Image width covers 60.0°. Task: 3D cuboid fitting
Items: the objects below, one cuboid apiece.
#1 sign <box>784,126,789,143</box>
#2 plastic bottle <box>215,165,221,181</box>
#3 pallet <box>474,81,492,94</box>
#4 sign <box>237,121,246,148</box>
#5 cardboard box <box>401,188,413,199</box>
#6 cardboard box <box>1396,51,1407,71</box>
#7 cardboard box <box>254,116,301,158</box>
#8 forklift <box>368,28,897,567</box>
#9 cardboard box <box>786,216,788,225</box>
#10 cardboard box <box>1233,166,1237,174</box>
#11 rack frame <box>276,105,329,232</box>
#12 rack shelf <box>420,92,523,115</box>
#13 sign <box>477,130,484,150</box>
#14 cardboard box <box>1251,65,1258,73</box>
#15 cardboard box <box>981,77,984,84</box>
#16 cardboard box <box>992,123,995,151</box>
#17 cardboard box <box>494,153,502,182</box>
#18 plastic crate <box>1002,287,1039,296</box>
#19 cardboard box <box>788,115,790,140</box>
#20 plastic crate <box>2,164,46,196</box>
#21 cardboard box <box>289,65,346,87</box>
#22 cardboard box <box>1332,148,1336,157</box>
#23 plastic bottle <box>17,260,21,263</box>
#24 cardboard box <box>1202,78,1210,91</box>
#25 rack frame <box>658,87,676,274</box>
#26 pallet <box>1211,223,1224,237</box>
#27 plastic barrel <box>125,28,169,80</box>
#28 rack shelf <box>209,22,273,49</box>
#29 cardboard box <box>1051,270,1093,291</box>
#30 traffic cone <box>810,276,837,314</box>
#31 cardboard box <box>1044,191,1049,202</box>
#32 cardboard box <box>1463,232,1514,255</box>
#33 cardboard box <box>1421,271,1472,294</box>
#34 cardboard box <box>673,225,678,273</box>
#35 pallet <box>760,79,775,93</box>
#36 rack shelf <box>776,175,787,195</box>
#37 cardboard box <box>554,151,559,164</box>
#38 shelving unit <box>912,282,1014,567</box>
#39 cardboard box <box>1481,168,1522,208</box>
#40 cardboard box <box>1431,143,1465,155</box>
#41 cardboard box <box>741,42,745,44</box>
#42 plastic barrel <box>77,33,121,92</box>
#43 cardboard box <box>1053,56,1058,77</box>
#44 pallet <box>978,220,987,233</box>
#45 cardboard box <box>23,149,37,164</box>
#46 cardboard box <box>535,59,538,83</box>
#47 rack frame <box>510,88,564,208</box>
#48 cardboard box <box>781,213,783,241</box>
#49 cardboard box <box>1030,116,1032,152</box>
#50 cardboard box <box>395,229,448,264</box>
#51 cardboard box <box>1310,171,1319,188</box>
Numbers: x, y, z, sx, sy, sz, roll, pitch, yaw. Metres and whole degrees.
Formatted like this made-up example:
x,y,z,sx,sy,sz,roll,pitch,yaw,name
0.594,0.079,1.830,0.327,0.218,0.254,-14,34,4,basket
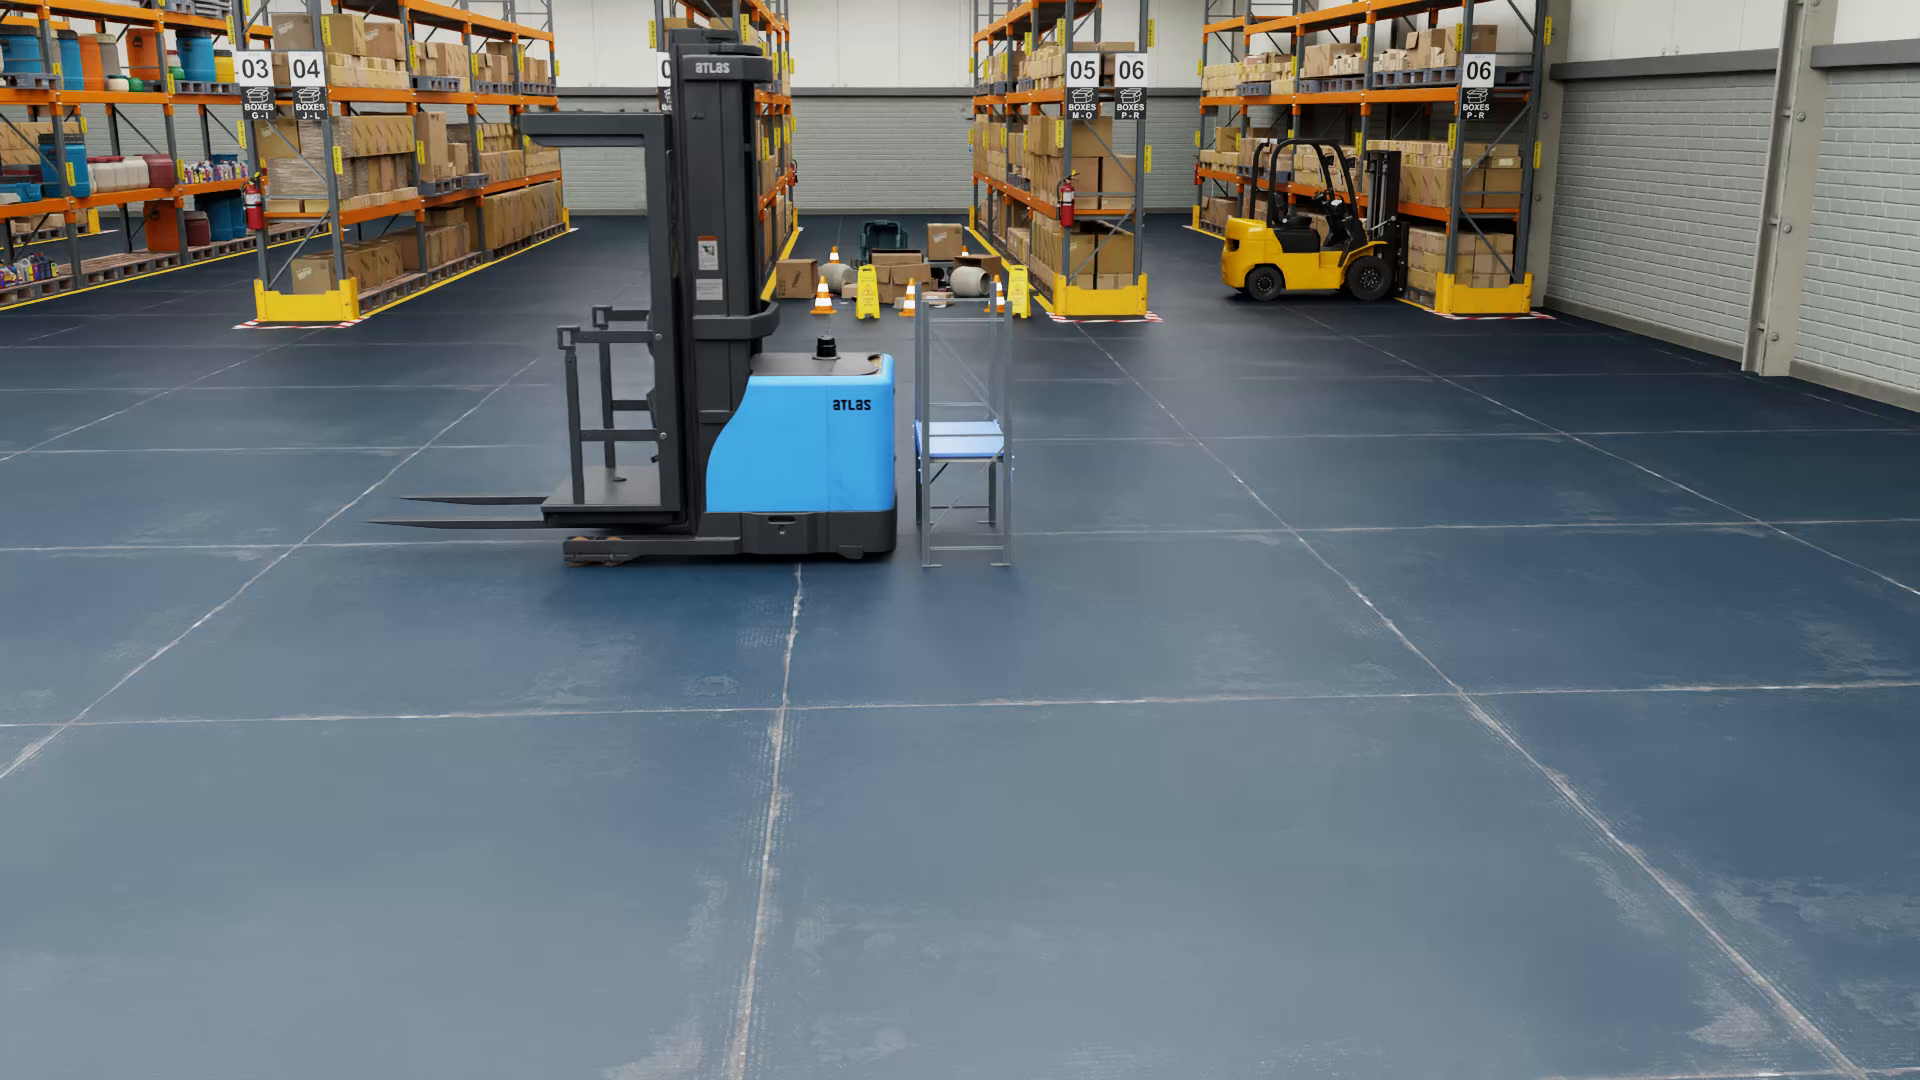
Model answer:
x,y,z,sx,sy,sz,roll,pitch,yaw,name
-3.331,-7.786,31.945,0.100,0.325,0.005,-1,14,-3,sign
-13.301,-6.574,29.793,0.061,0.283,0.133,-1,14,-3,plastic bottle
-8.686,-7.690,28.256,1.213,0.211,1.003,0,14,-1,pallet
-8.653,-4.891,20.056,0.100,0.325,0.005,-1,14,-3,sign
-8.033,-4.942,23.719,0.380,0.149,0.250,-1,14,-3,cardboard box
6.288,-6.671,23.142,0.396,0.266,0.258,-1,14,-5,cardboard box
-8.378,-4.990,20.596,0.500,0.500,0.500,-1,14,-3,cardboard box
-1.896,-1.402,9.594,3.031,2.935,1.130,0,14,-1,forklift
-3.587,-6.278,32.688,0.380,0.149,0.250,0,14,-1,cardboard box
5.694,-7.413,33.324,0.380,0.149,0.250,0,14,-2,cardboard box
-14.032,-8.083,35.422,1.000,3.000,0.127,-1,14,-3,rack frame
-8.717,-7.772,29.636,1.077,0.370,4.000,-1,14,-3,rack shelf
-8.052,-6.703,27.894,0.100,0.325,0.005,-1,14,-3,sign
5.688,-8.848,31.241,0.380,0.149,0.250,-1,14,-4,cardboard box
0.640,-9.621,34.841,0.380,0.149,0.250,0,14,-1,cardboard box
0.878,-7.486,30.893,0.500,0.500,0.500,-1,14,-5,cardboard box
-8.421,-6.599,29.454,0.500,0.500,0.500,-1,14,-4,cardboard box
0.825,-3.511,23.512,0.402,0.080,0.583,-6,16,-23,plastic crate
-3.783,-8.523,34.326,0.500,0.500,0.500,0,14,-1,cardboard box
-13.624,-5.245,24.265,0.402,0.464,0.583,-1,14,-3,plastic crate
-7.869,-5.684,20.380,0.500,0.250,0.500,0,14,-2,cardboard box
6.148,-6.167,26.473,0.380,0.149,0.250,-1,14,-3,cardboard box
-13.096,-3.781,23.284,0.152,0.276,0.135,-1,14,-3,plastic bottle
5.511,-9.800,35.778,0.500,0.250,0.500,-1,14,-4,cardboard box
-3.141,-4.232,20.454,1.000,3.000,0.127,-1,14,-3,rack frame
5.884,-6.520,34.942,1.003,0.211,1.213,-1,14,-3,pallet
-13.569,-8.099,27.759,0.600,0.830,0.708,-1,14,-3,plastic barrel
-13.908,-9.949,32.881,1.077,0.370,4.000,-1,14,-3,rack shelf
1.473,-3.408,21.927,0.500,0.250,0.500,-1,14,-4,cardboard box
-1.756,-3.157,21.368,0.336,0.463,0.334,-1,14,-3,traffic cone
1.358,-4.743,22.943,0.380,0.149,0.250,-1,14,-4,cardboard box
6.907,-3.889,21.791,0.500,0.250,0.500,-1,14,-4,cardboard box
6.403,-3.395,21.875,0.500,0.250,0.500,-1,14,-3,cardboard box
-3.249,-3.574,21.318,0.875,0.875,0.875,-1,14,-3,cardboard box
-3.471,-7.145,26.136,1.003,0.211,1.213,0,14,-1,pallet
-3.760,-6.370,30.209,1.077,0.370,4.000,-1,14,-3,rack shelf
-8.794,-8.115,35.248,0.500,0.250,0.500,-1,14,-4,cardboard box
0.005,-0.705,9.757,0.538,1.500,1.048,-1,14,-3,shelving unit
6.994,-4.587,21.633,0.500,0.500,0.500,0,14,-2,cardboard box
6.484,-5.192,22.086,0.380,0.149,0.250,-1,14,-3,cardboard box
-2.914,-6.132,20.479,0.500,0.250,0.500,-1,14,-4,cardboard box
-13.702,-7.581,26.446,0.600,0.901,0.600,0,14,0,plastic barrel
1.476,-6.106,21.422,0.500,0.250,0.500,-1,14,-4,cardboard box
0.930,-6.764,35.893,1.003,0.211,1.213,-1,14,-3,pallet
-18.552,-7.444,32.737,0.500,0.500,0.500,-1,14,-4,cardboard box
-9.089,-9.642,34.218,0.700,0.500,0.500,-1,14,-5,cardboard box
-9.089,-8.160,35.719,1.000,3.000,0.127,-1,14,-3,rack frame
-3.528,-5.774,30.620,0.500,0.500,0.500,-1,14,-5,cardboard box
1.366,-5.765,23.607,0.700,0.500,0.500,-1,14,-3,cardboard box
-8.408,-4.589,25.975,0.700,0.500,0.500,-2,15,-8,cardboard box
6.100,-5.961,27.474,0.500,0.250,0.500,-1,14,-5,cardboard box
